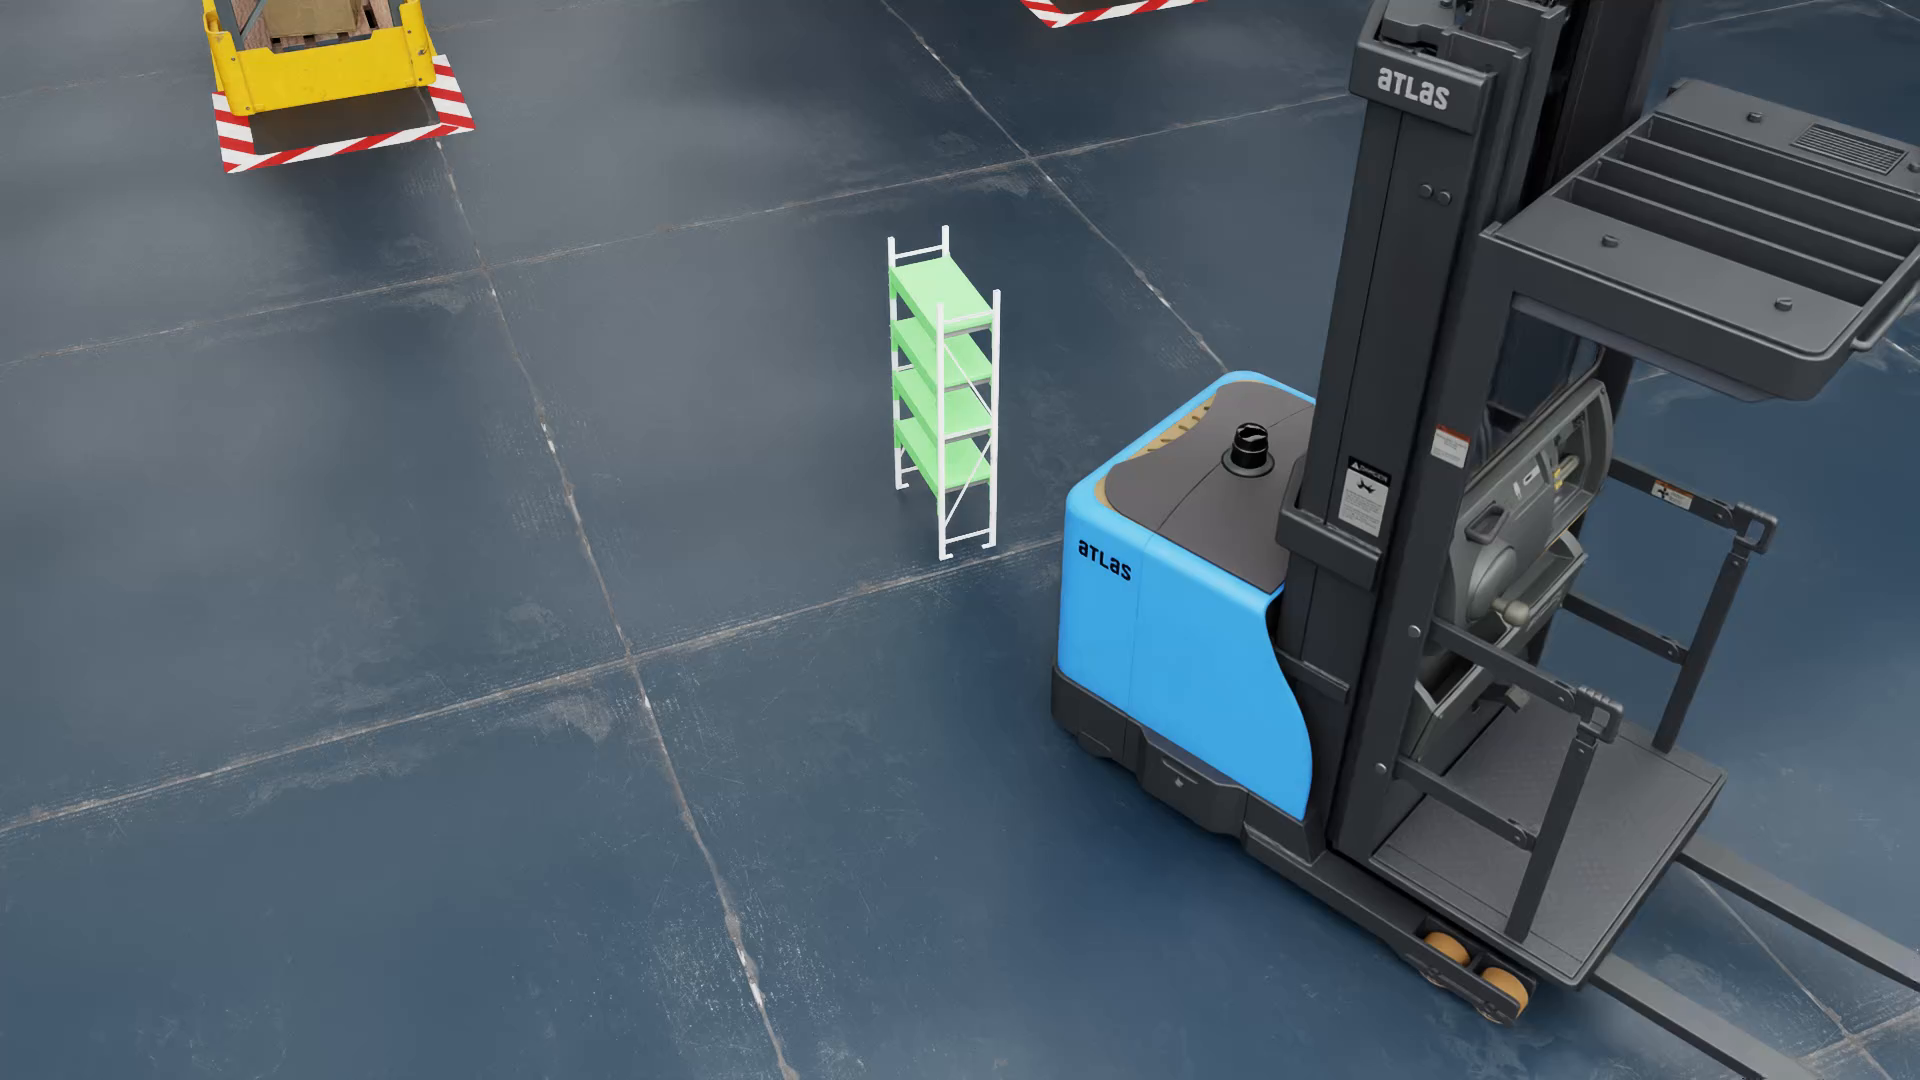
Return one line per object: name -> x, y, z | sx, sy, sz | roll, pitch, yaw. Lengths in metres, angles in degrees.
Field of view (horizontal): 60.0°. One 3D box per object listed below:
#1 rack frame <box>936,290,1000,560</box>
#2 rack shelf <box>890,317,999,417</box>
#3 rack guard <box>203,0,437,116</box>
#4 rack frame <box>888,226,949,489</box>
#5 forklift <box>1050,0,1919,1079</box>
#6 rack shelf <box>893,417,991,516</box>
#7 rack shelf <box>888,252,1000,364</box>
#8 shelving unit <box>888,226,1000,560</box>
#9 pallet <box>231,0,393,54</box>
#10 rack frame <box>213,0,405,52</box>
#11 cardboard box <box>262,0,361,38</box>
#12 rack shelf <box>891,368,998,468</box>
rack frame -> 0.030, -0.408, 6.304 | 0.240, 1.200, 0.015 | -15, 43, -17
rack shelf -> -0.063, -0.688, 6.360 | 0.258, 0.148, 0.480 | -15, 43, -17
rack guard -> -3.719, -2.871, 9.706 | 1.175, 0.500, 0.348 | -15, 43, -17
rack frame -> -0.157, -0.702, 6.646 | 0.240, 1.200, 0.015 | -15, 43, -17
forklift -> 1.755, -0.038, 4.547 | 3.031, 2.935, 1.130 | 30, 49, 30
rack shelf -> -0.063, -0.324, 6.673 | 0.258, 0.148, 0.480 | -15, 43, -17
rack shelf -> -0.063, -0.870, 6.203 | 0.258, 0.148, 0.480 | -15, 43, -17
shelving unit -> -0.063, -0.555, 6.475 | 0.258, 1.200, 0.503 | -15, 43, -17
pallet -> -3.997, -3.260, 10.379 | 1.003, 0.211, 1.213 | -15, 43, -17
rack frame -> -3.690, -3.773, 8.837 | 1.000, 3.000, 0.127 | -15, 43, -17
cardboard box -> -3.913, -3.365, 9.958 | 0.500, 0.500, 0.500 | -8, 41, -9
rack shelf -> -0.063, -0.506, 6.516 | 0.258, 0.148, 0.480 | -15, 43, -17
